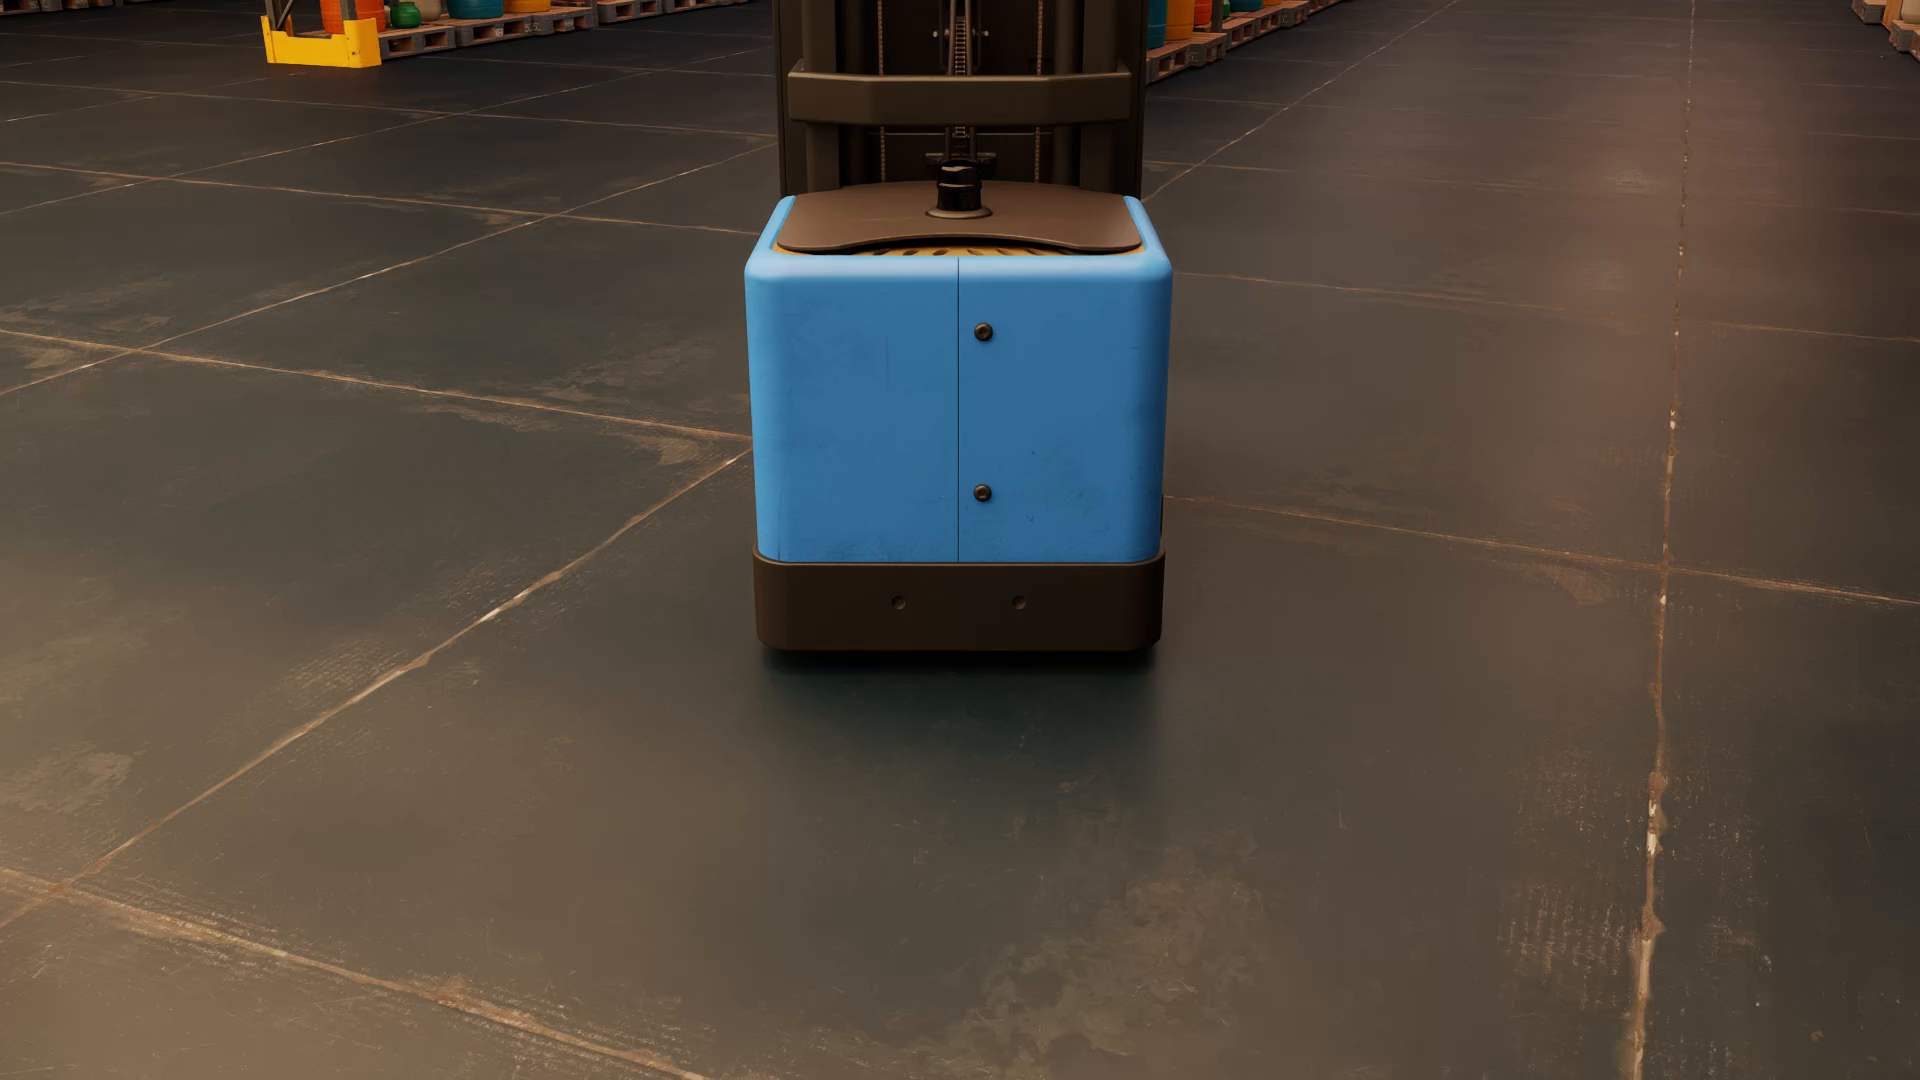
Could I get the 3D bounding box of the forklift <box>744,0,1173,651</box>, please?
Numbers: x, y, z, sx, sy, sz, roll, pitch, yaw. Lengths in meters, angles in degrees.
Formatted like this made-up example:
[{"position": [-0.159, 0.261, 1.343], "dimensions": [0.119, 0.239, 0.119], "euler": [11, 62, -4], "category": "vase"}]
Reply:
[{"position": [0.002, -1.587, 5.089], "dimensions": [1.130, 2.935, 3.031], "euler": [0, 23, 0], "category": "forklift"}]
